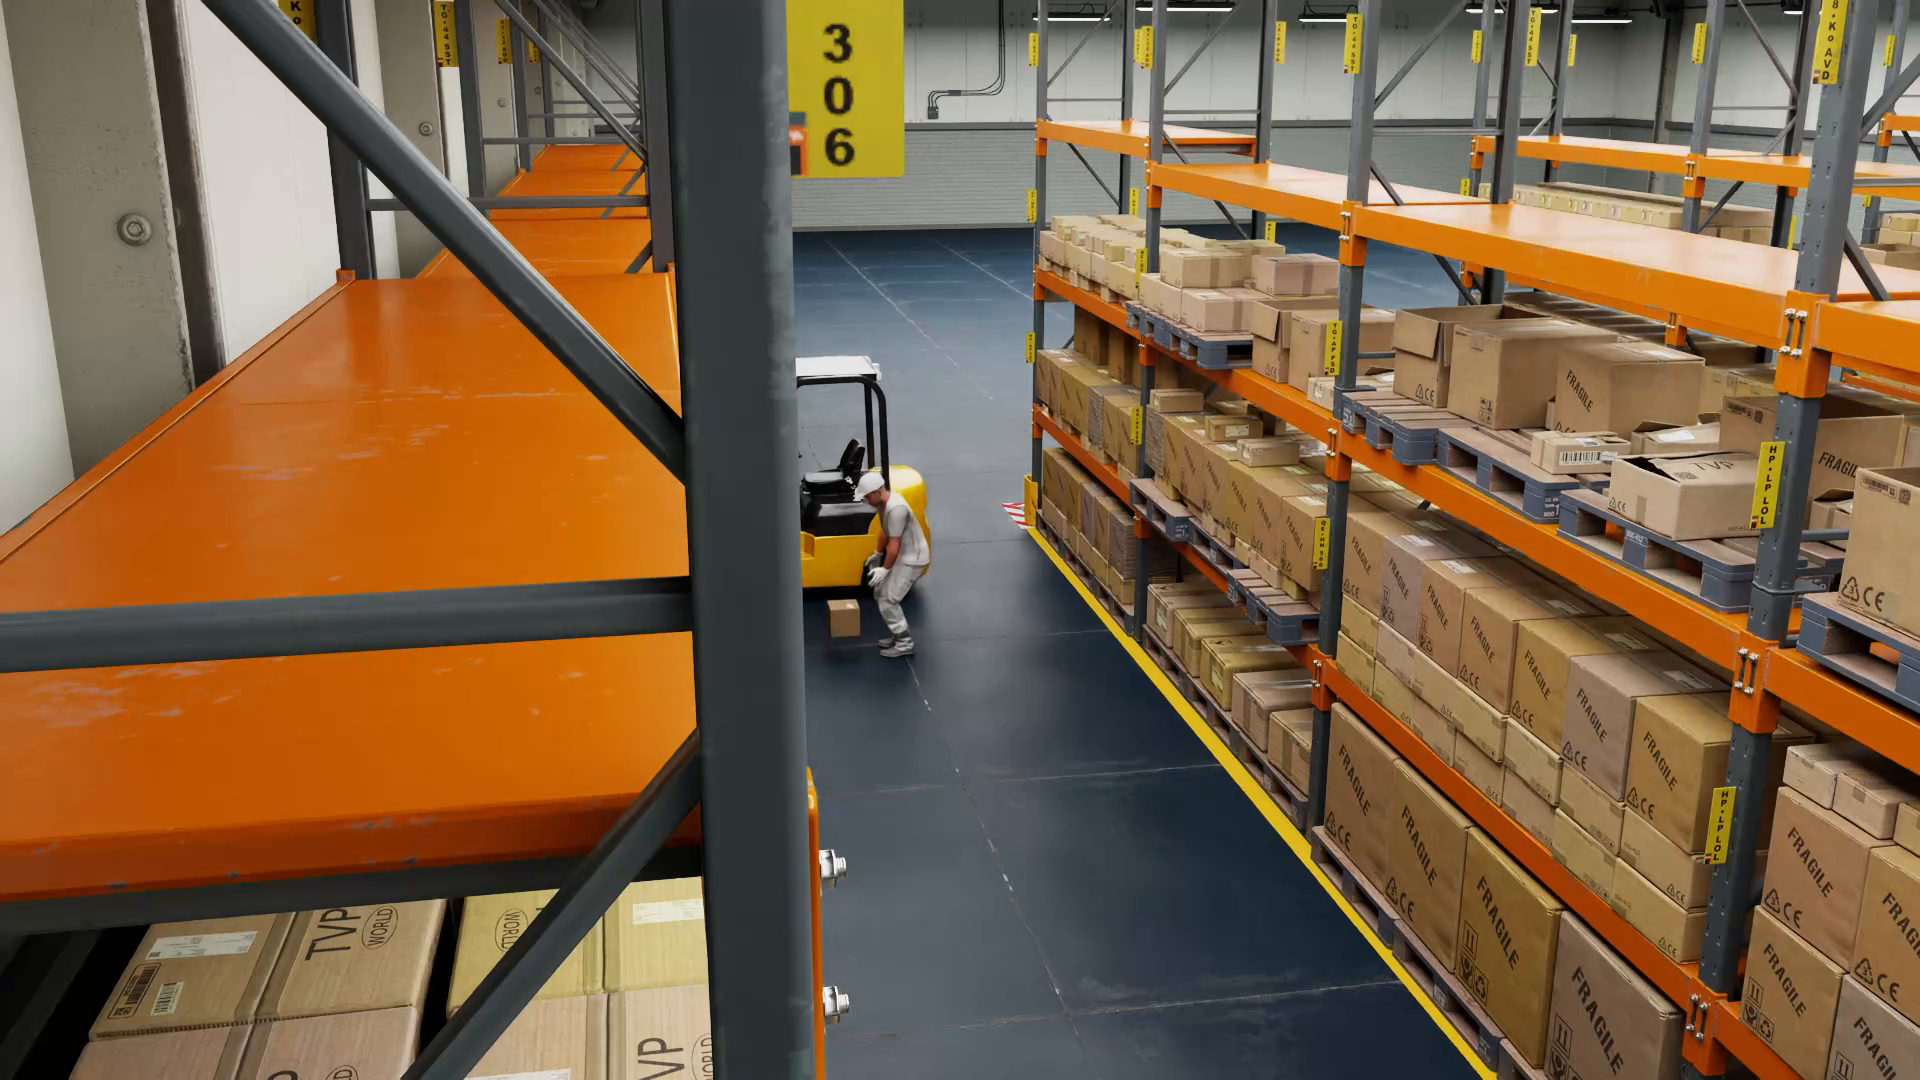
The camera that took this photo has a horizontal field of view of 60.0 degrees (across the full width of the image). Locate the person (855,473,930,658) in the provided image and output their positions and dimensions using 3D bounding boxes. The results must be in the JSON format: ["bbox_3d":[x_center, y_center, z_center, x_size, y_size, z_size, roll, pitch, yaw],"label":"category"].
[{"bbox_3d":[-0.569,0.200,14.137,0.625,1.604,0.572,-3,16,-10],"label":"person"}]
